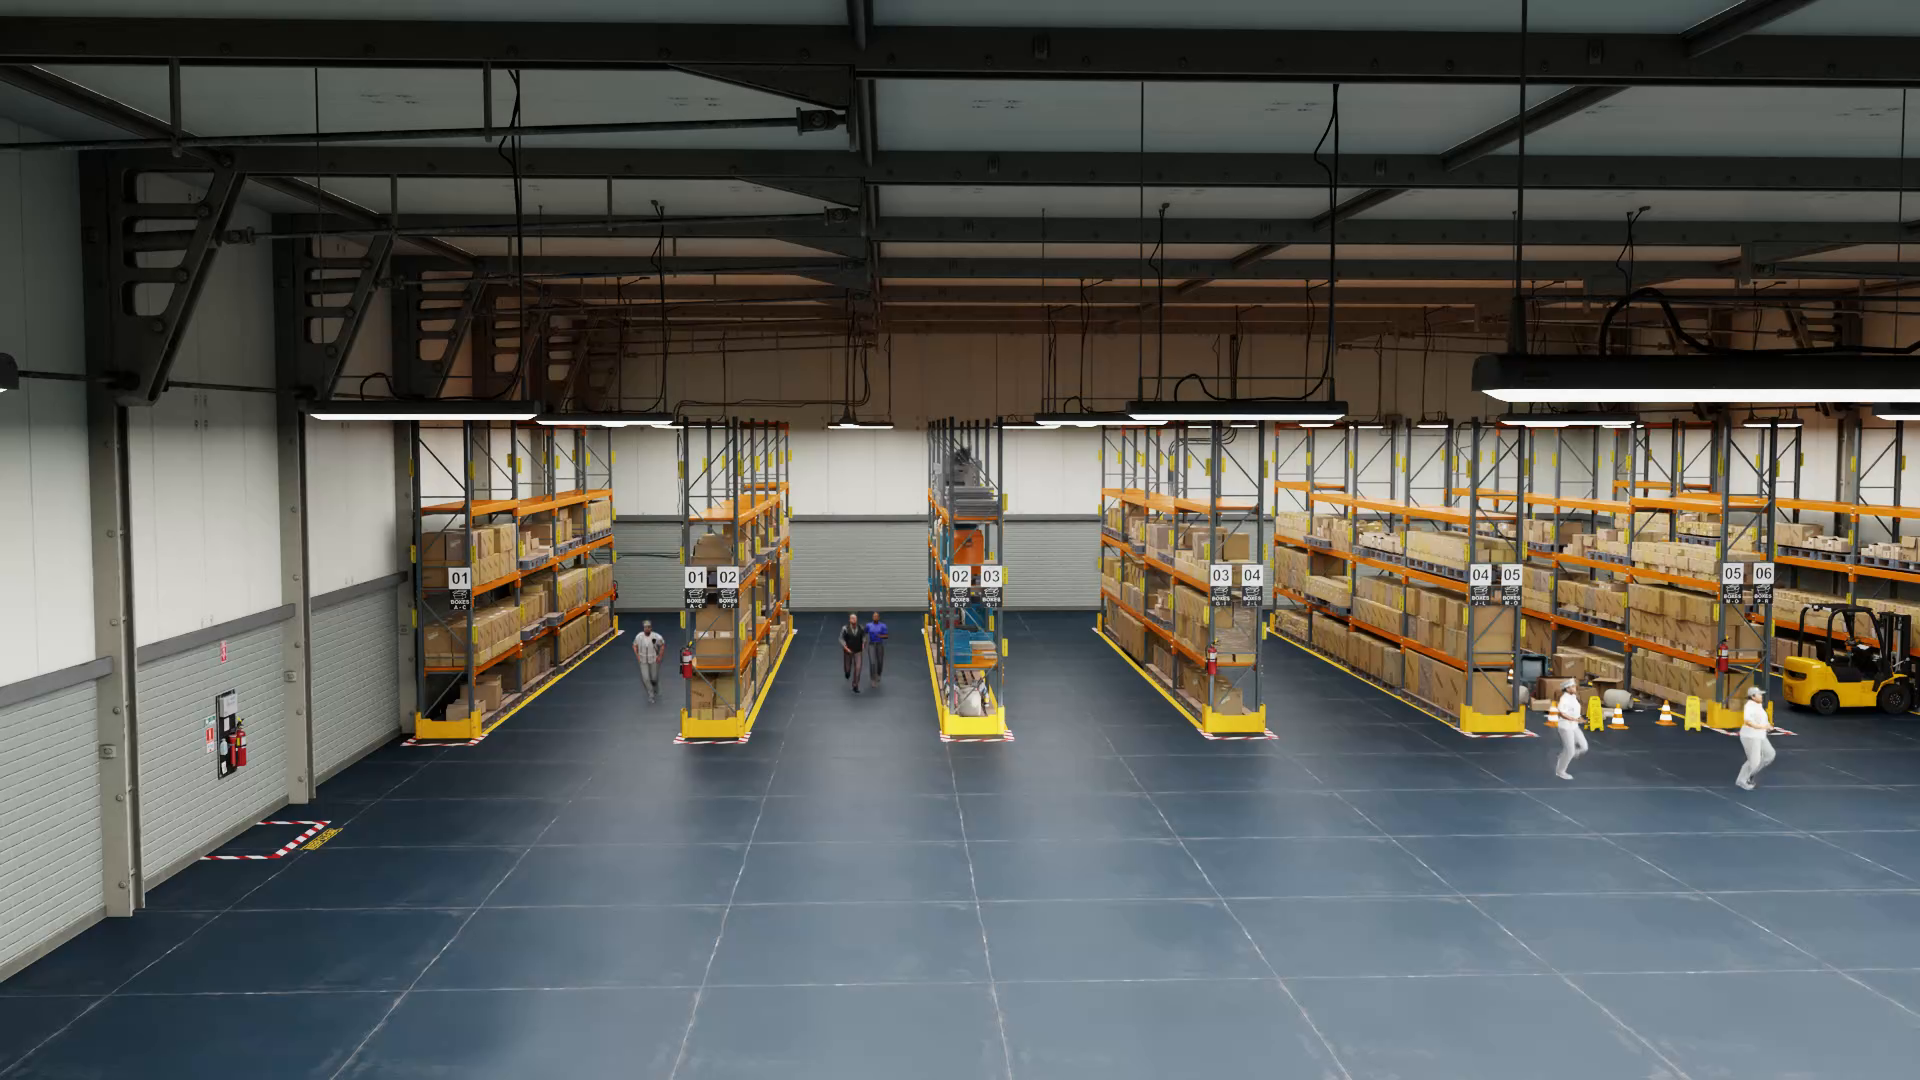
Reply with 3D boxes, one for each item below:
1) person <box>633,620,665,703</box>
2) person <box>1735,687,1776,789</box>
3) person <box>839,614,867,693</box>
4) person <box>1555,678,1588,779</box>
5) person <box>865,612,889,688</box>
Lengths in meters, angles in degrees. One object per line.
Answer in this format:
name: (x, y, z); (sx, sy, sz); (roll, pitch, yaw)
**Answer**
person: (-6.606, 2.564, 35.322); (0.684, 1.742, 0.642); (0, 4, -3)
person: (12.718, 3.161, 26.563); (0.570, 1.638, 0.661); (3, 5, 40)
person: (-2.373, 2.496, 36.874); (0.643, 1.710, 0.997); (-1, 4, -8)
person: (10.087, 3.102, 27.401); (0.537, 1.666, 0.624); (3, 5, 40)
person: (-1.885, 2.437, 37.353); (0.570, 1.658, 0.897); (0, 4, -6)
